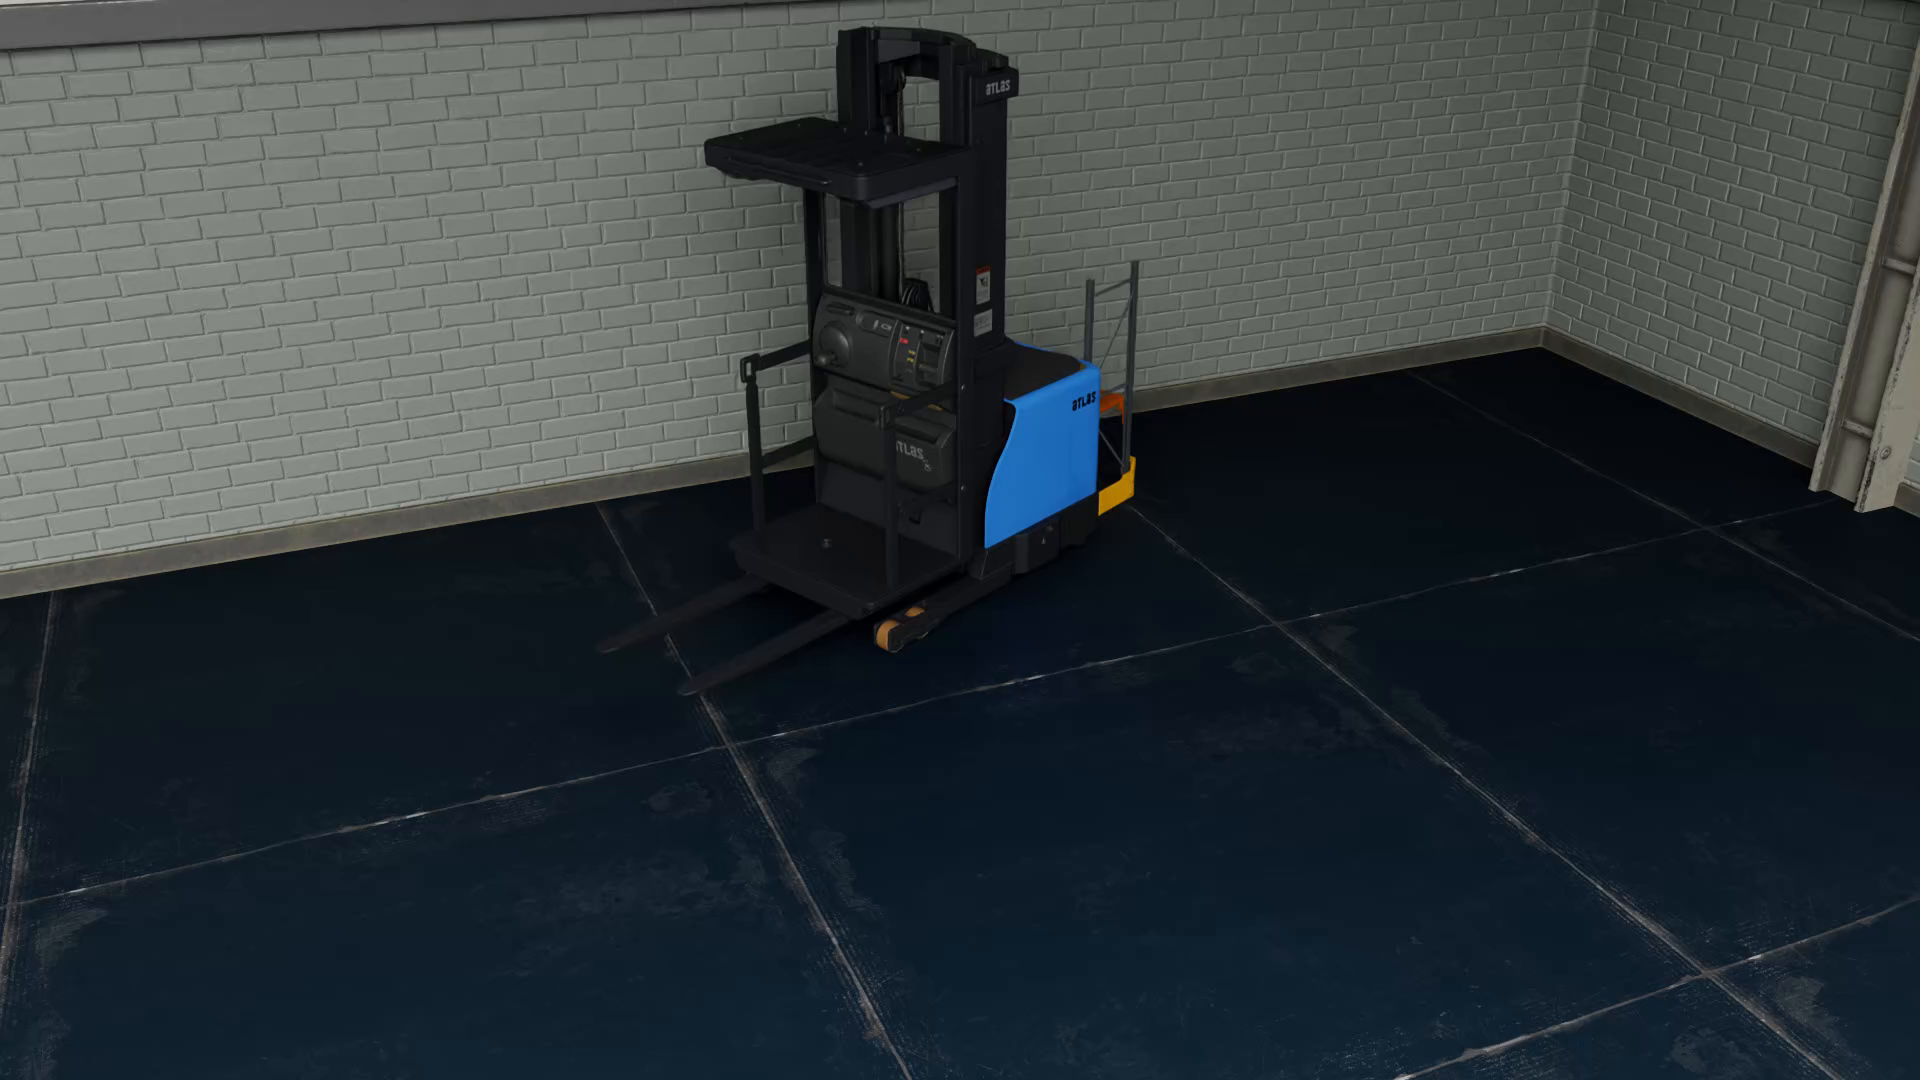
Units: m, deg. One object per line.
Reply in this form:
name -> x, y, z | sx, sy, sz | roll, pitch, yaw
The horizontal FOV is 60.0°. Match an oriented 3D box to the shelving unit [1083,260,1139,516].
shelving unit -> 0.483, -1.002, 10.093 | 1.083, 1.500, 0.587 | 19, 32, 34

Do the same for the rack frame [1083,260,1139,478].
rack frame -> 0.874, -0.866, 9.813 | 0.032, 1.500, 0.500 | 19, 32, 34

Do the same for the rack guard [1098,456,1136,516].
rack guard -> 0.872, -0.304, 10.087 | 0.087, 0.250, 0.587 | 19, 32, 34

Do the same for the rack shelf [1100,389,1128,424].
rack shelf -> 0.476, -0.843, 10.176 | 1.000, 0.185, 0.538 | 19, 32, 34

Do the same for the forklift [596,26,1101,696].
forklift -> -0.540, -0.987, 8.432 | 1.130, 2.935, 3.031 | 21, 33, 36

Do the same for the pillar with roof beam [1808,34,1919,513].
pillar with roof beam -> 1.565, -3.575, 6.815 | 9.100, 9.000, 0.400 | -11, 28, -21
